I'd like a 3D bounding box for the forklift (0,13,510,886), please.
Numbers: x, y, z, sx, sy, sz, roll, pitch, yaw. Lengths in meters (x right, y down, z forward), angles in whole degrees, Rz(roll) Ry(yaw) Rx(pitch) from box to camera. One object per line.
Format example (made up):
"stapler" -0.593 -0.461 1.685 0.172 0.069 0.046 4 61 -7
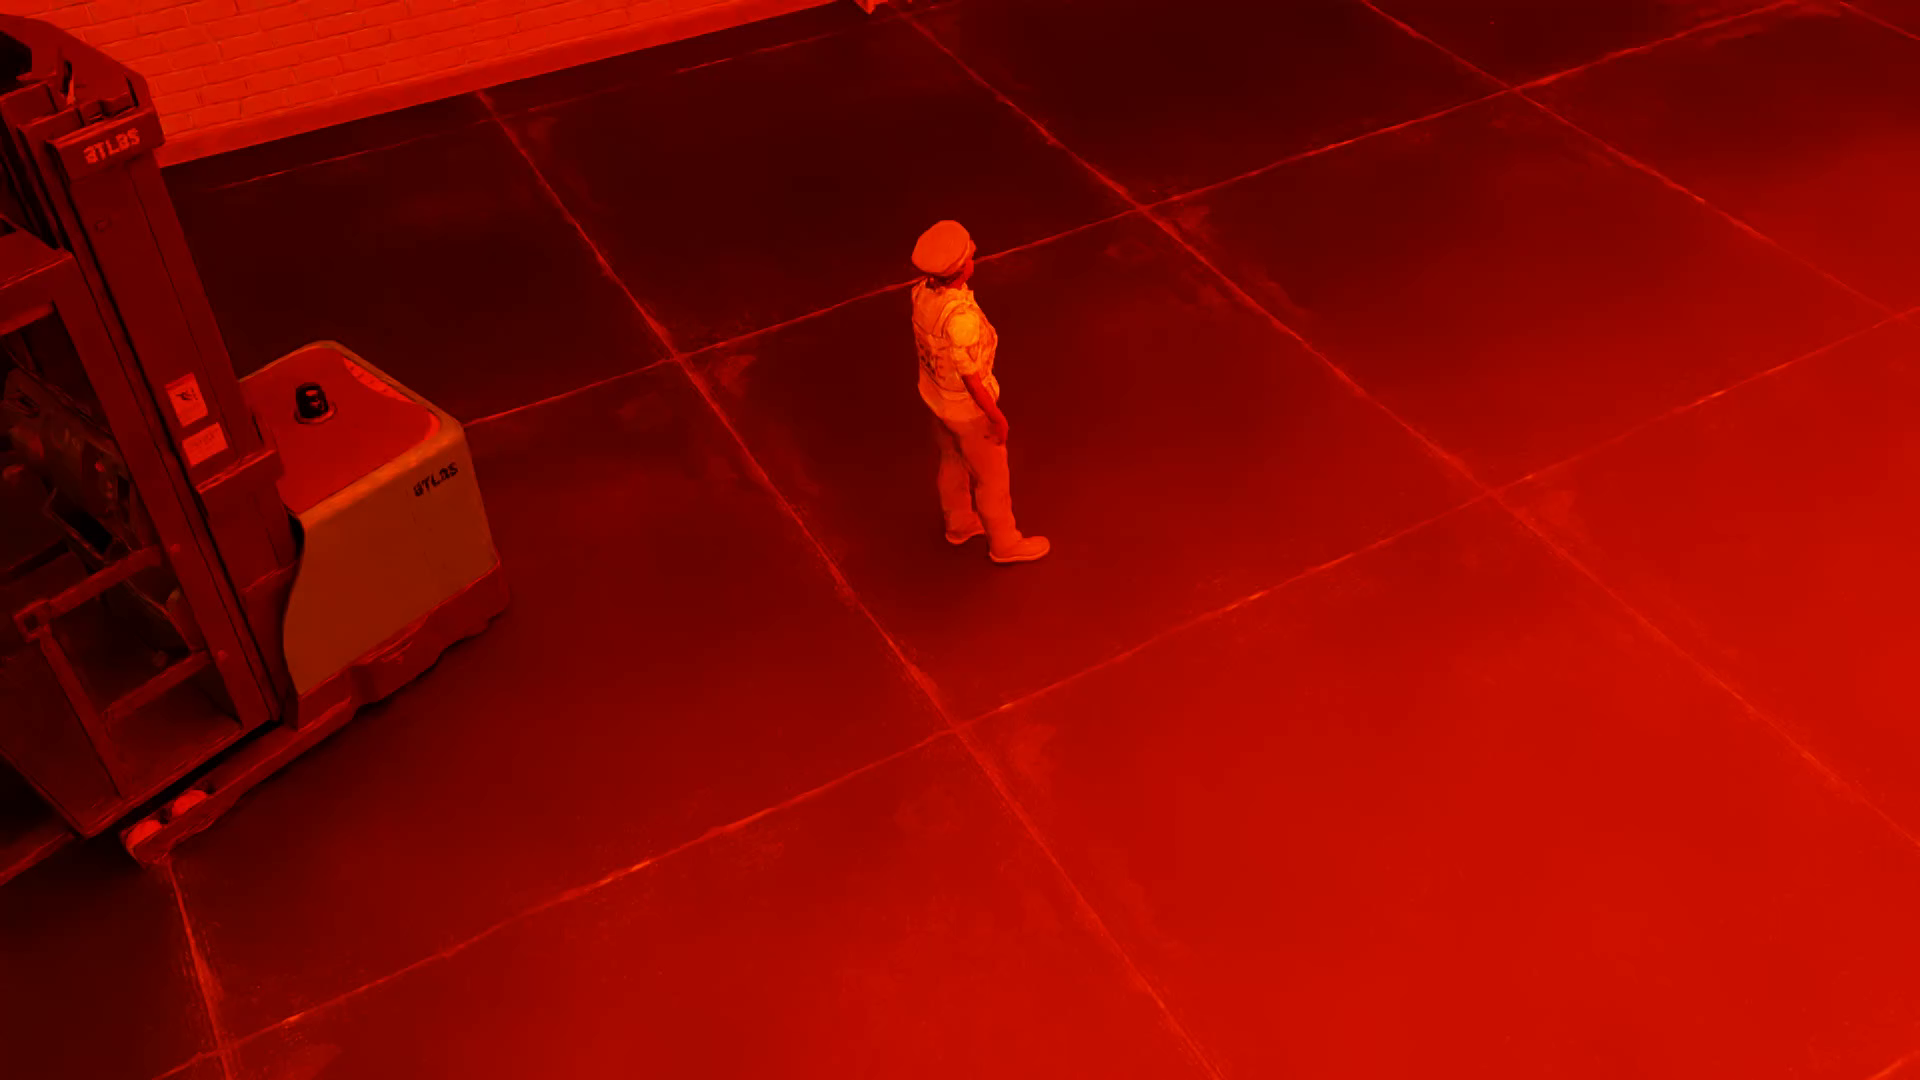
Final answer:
"forklift" -3.352 -0.206 5.920 1.130 2.935 3.031 30 50 28

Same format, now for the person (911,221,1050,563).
"person" 0.075 -0.641 7.287 0.529 1.695 0.570 -21 47 -21
